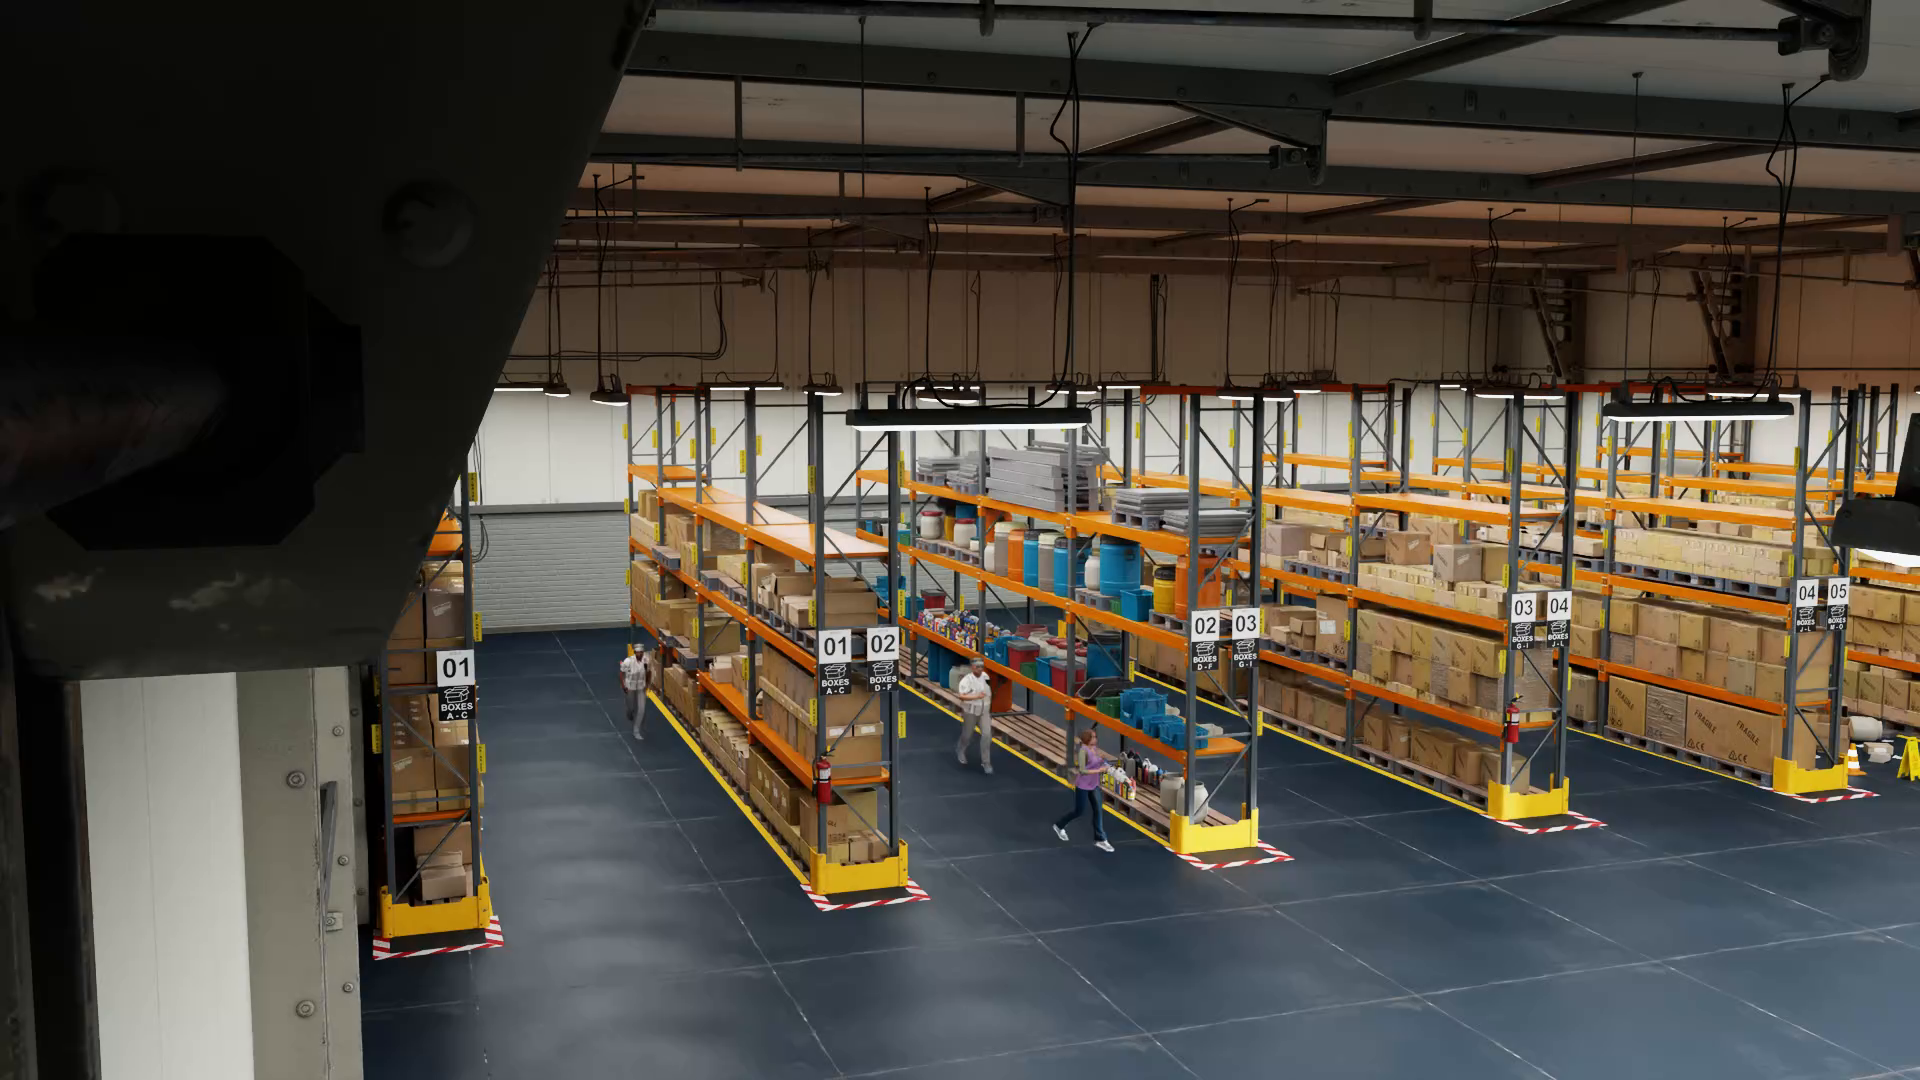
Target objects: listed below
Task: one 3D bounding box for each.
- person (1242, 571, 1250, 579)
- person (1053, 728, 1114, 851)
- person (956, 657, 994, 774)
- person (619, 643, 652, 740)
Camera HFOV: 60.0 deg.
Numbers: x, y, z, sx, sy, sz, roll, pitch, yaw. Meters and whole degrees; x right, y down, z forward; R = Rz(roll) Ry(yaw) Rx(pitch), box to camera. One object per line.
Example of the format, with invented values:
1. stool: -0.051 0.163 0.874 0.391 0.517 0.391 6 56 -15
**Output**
1. person: 7.136 1.330 40.965 0.711 1.592 0.531 -3 7 -28
2. person: 1.640 3.256 21.876 0.890 1.589 0.534 4 7 35
3. person: 0.240 2.718 26.254 0.650 1.795 0.959 -3 7 -26
4. person: -5.604 2.578 28.724 0.583 1.676 0.824 -3 6 -23
